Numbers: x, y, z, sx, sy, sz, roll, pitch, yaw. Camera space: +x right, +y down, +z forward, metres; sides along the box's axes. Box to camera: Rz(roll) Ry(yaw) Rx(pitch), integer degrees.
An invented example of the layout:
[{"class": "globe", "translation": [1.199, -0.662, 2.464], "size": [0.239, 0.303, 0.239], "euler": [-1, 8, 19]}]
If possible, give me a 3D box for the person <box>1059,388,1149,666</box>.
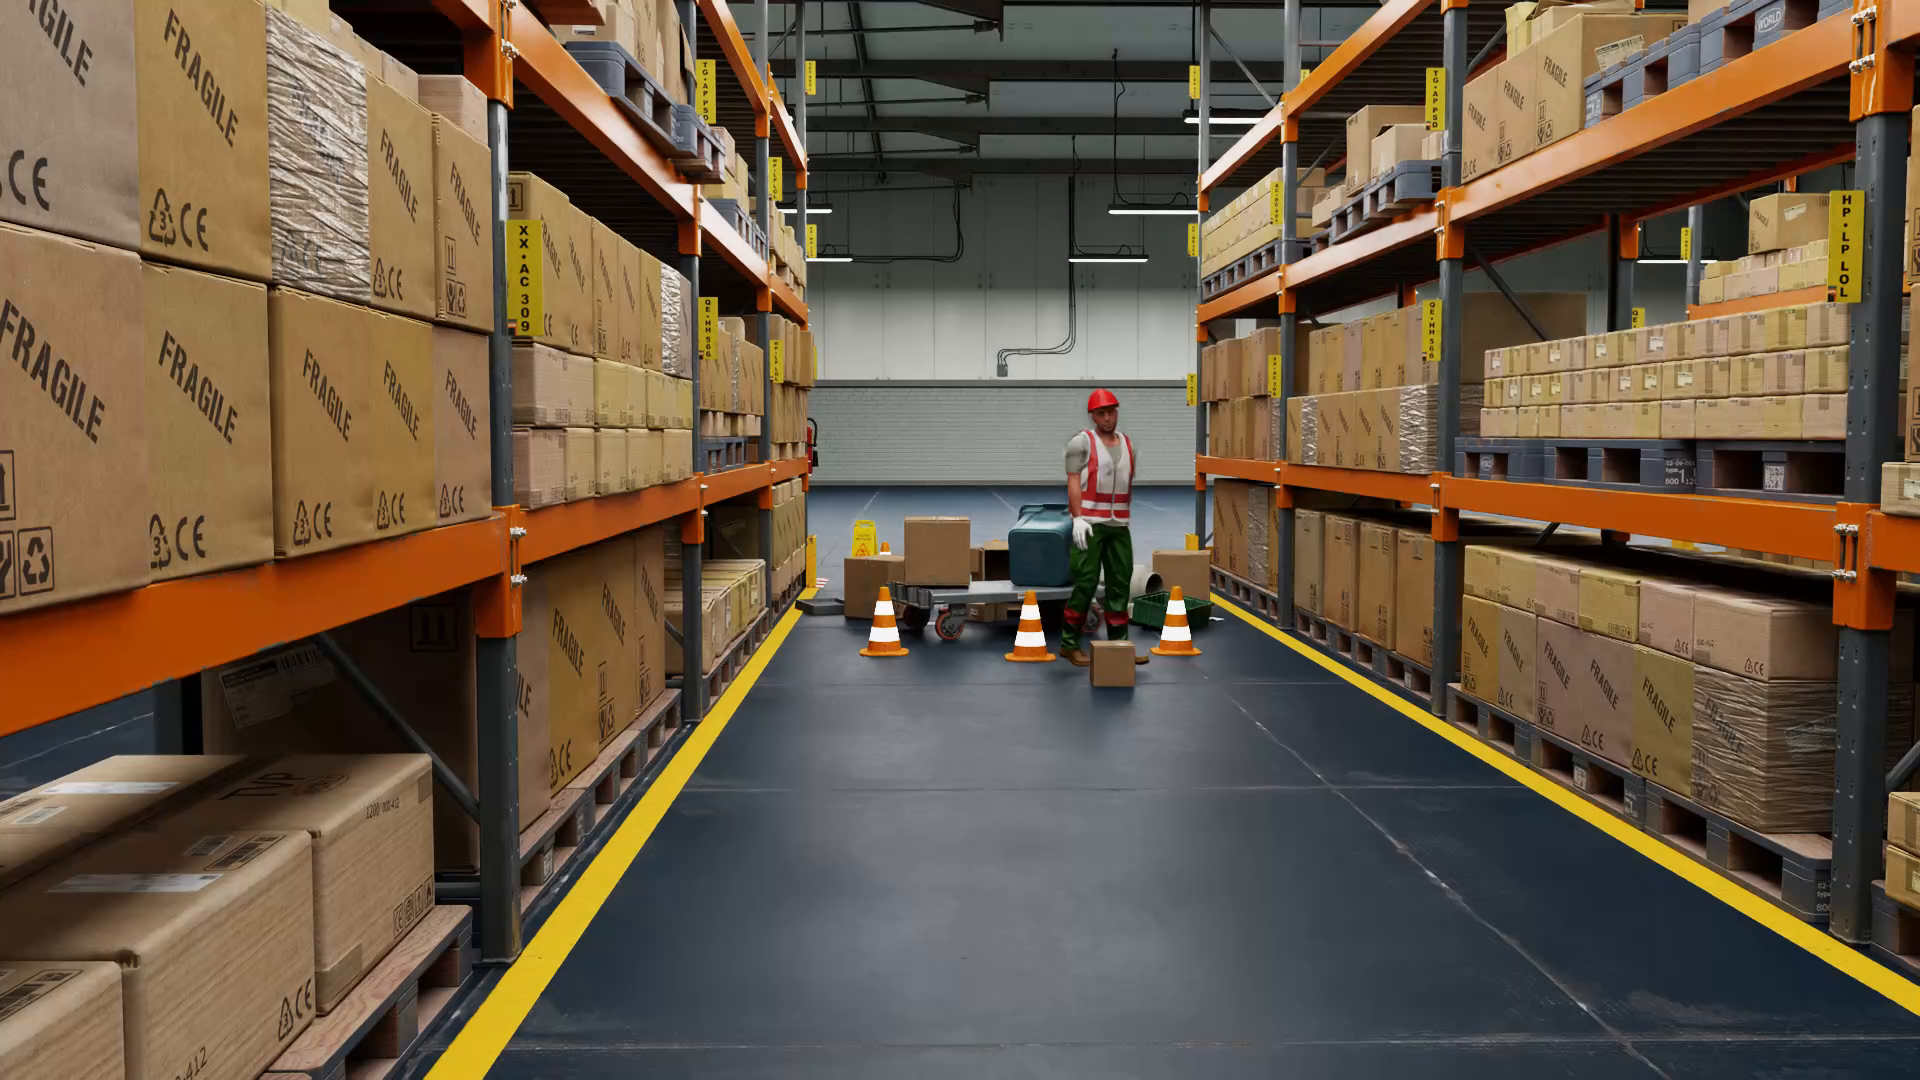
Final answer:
[{"class": "person", "translation": [0.921, -0.075, 10.691], "size": [0.539, 1.794, 0.413], "euler": [-2, 4, -28]}]
